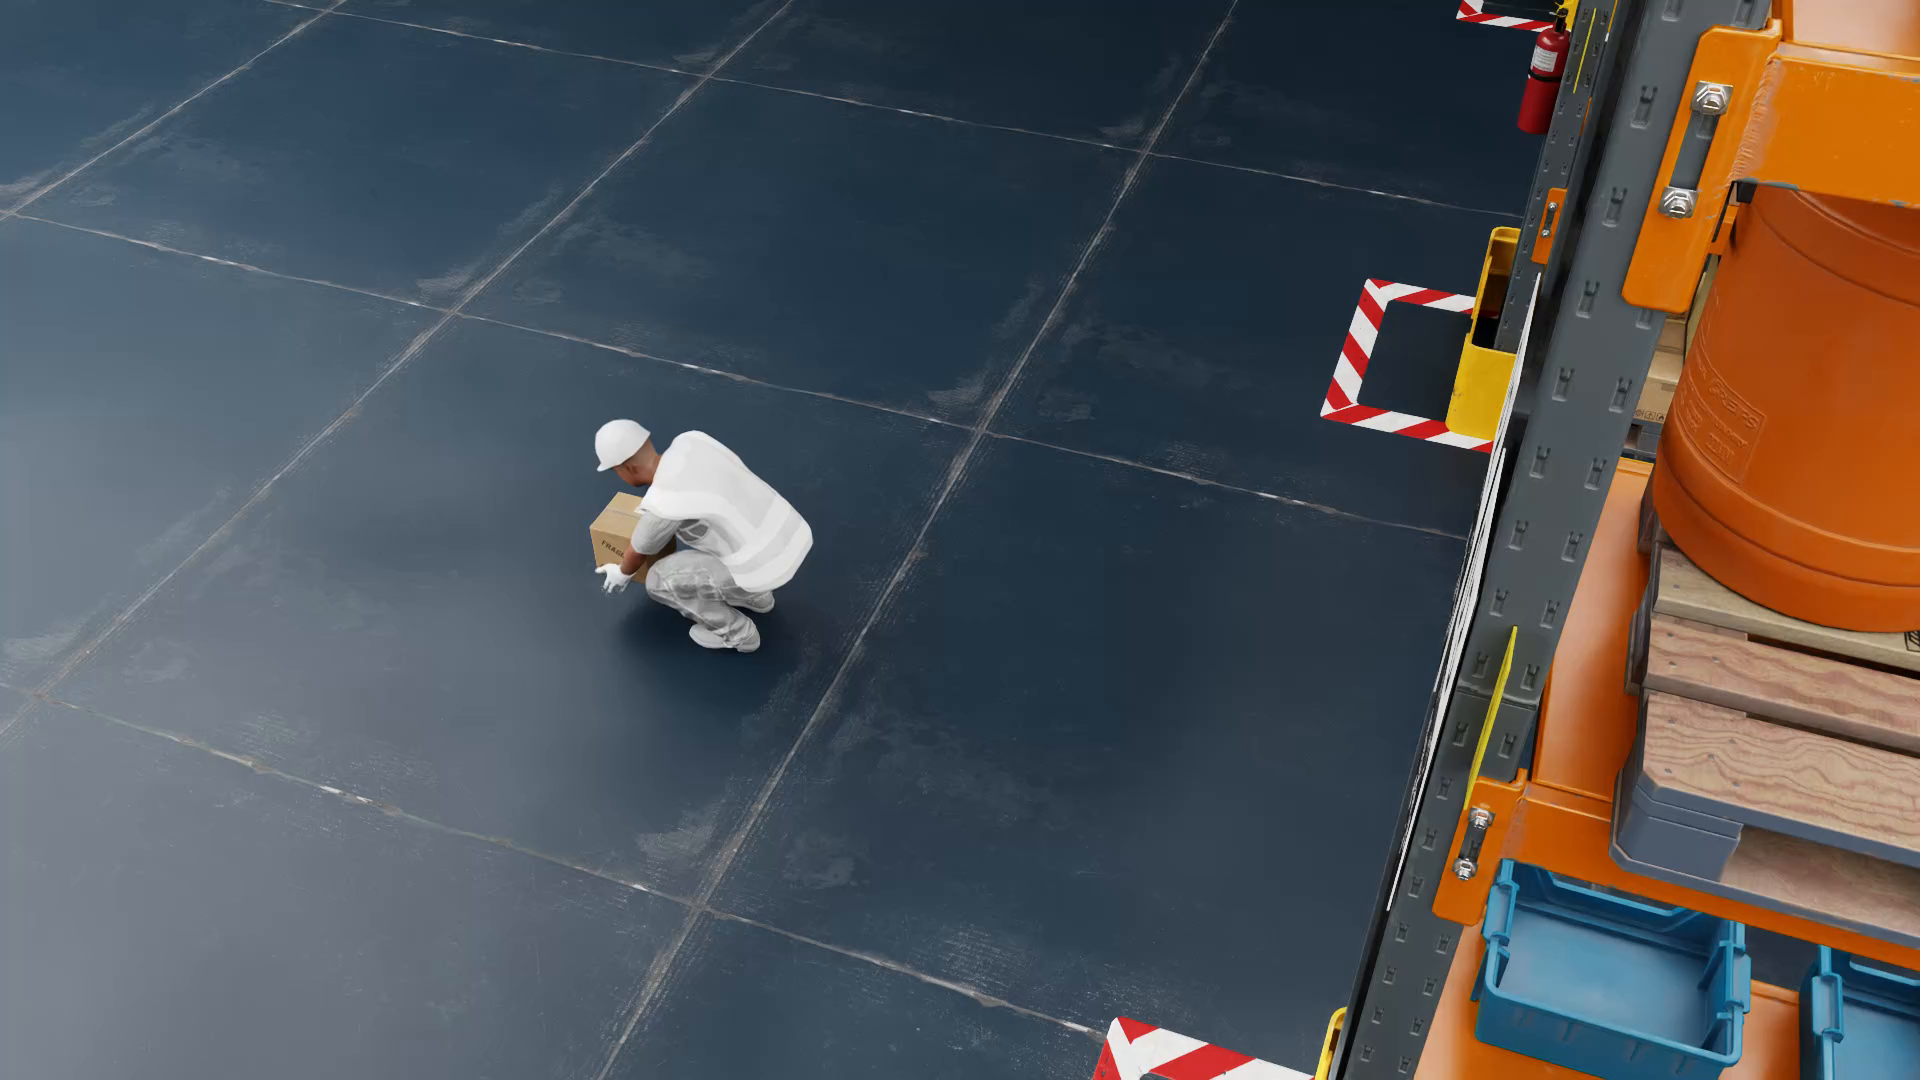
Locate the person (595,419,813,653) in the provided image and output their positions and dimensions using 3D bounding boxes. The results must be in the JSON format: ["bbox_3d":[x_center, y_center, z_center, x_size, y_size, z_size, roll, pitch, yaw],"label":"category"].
[{"bbox_3d":[-1.076,-0.047,6.800,0.885,1.000,0.557,13,43,14],"label":"person"}]
